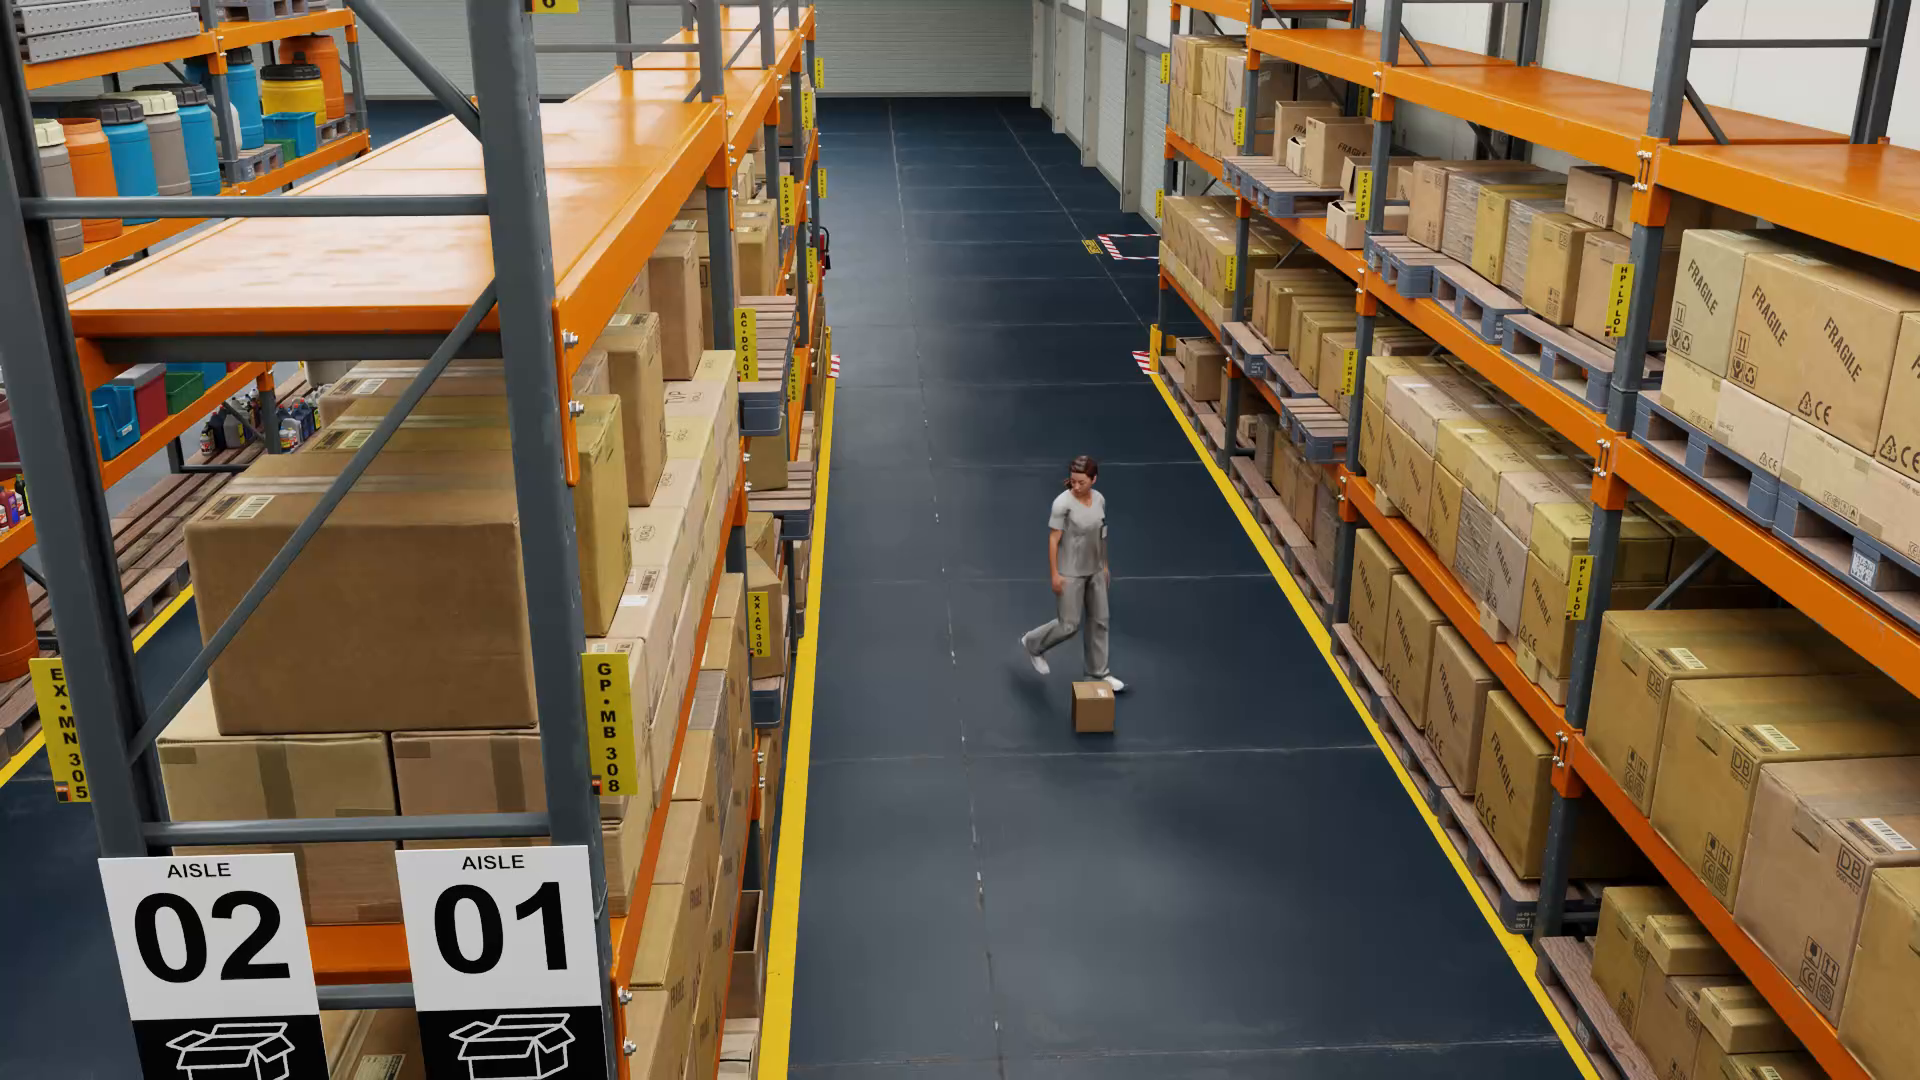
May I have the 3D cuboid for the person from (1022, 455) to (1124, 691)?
[{"bbox_3d":[0.790,0.207,11.315,0.480,1.667,0.675,-16,26,-36],"label":"person"}]
